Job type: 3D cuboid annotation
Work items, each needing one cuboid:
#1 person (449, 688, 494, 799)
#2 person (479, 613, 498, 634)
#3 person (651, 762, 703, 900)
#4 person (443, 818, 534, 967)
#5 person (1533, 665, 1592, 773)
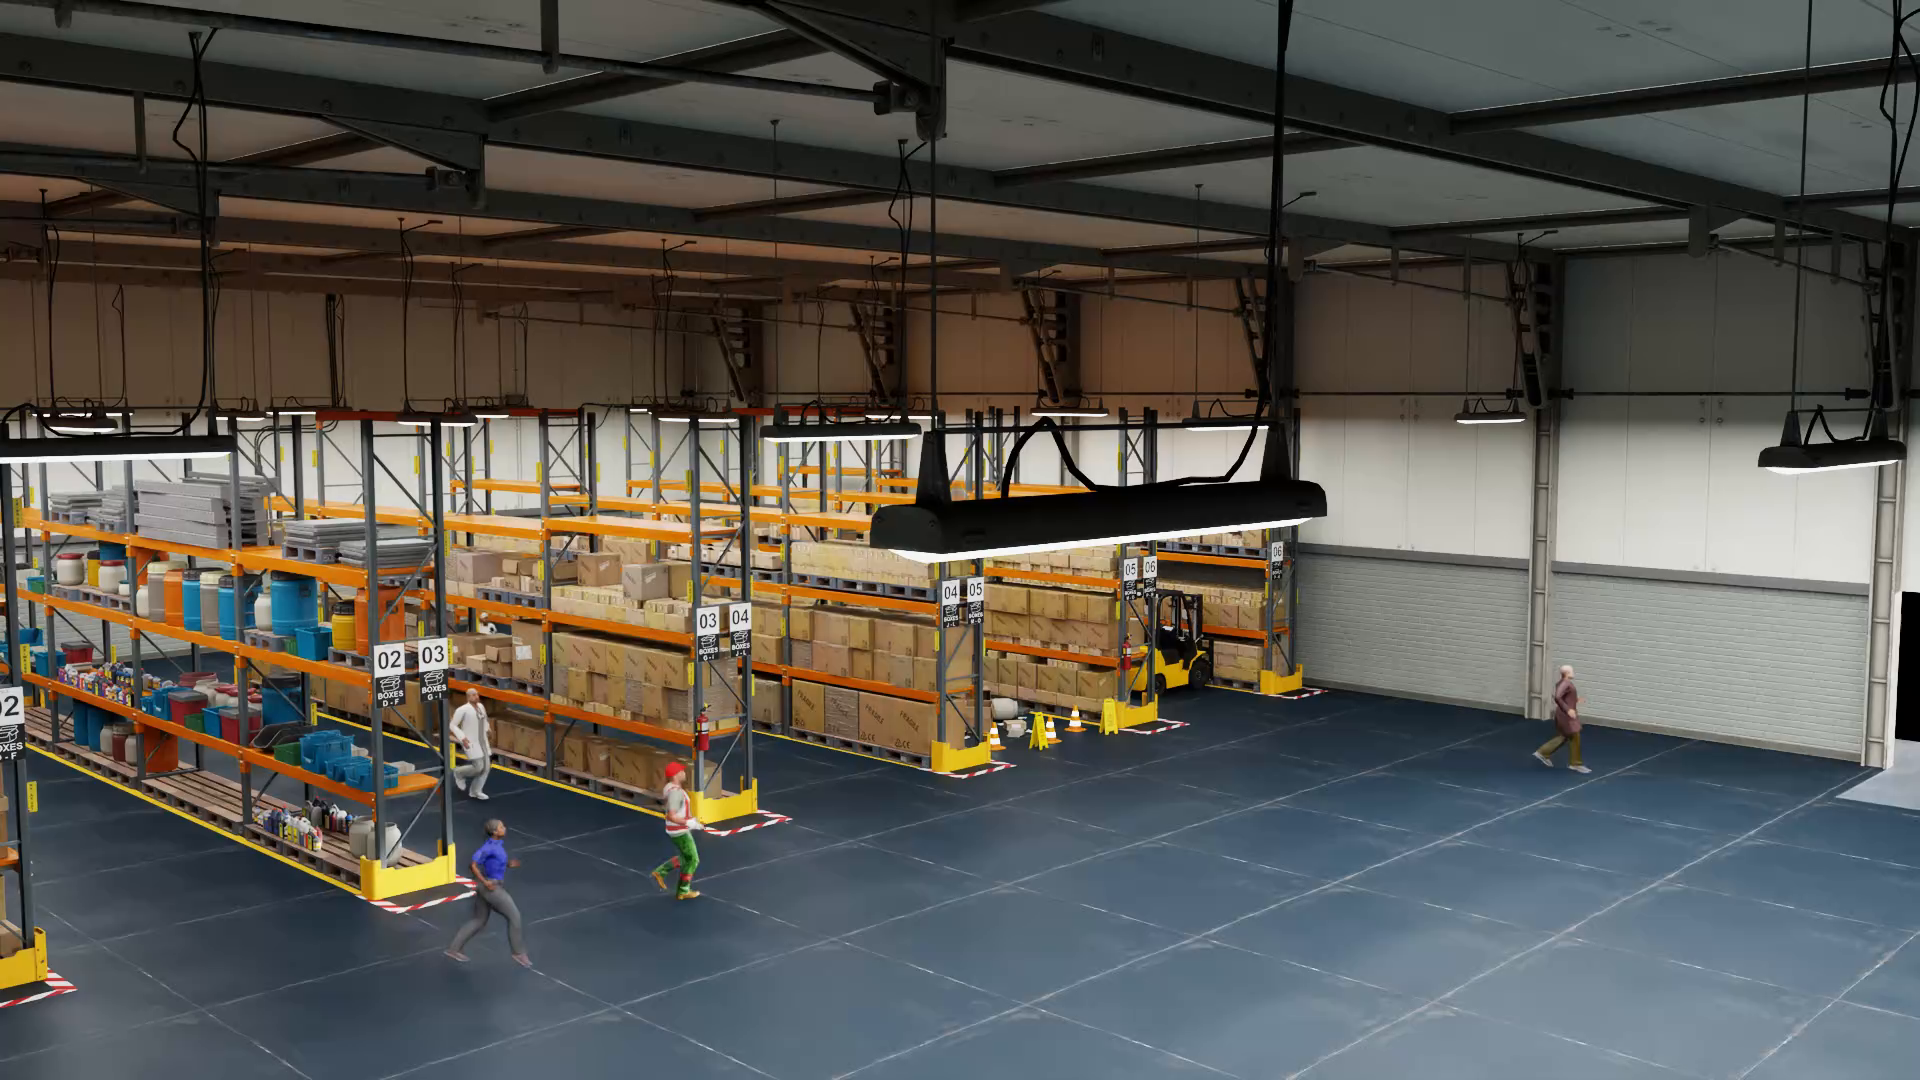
[{"bbox_3d":[-7.607,3.177,25.980,0.640,1.735,0.709,3,6,30],"label":"person"},{"bbox_3d":[-10.116,2.374,35.514,0.580,1.664,0.645,-4,7,-41],"label":"person"},{"bbox_3d":[-3.541,3.626,20.746,0.621,1.736,0.653,-1,5,-15],"label":"person"},{"bbox_3d":[-5.207,3.906,18.287,0.952,1.708,0.544,-2,6,-25],"label":"person"},{"bbox_3d":[10.090,2.978,27.771,0.922,1.793,0.705,1,5,9],"label":"person"}]
